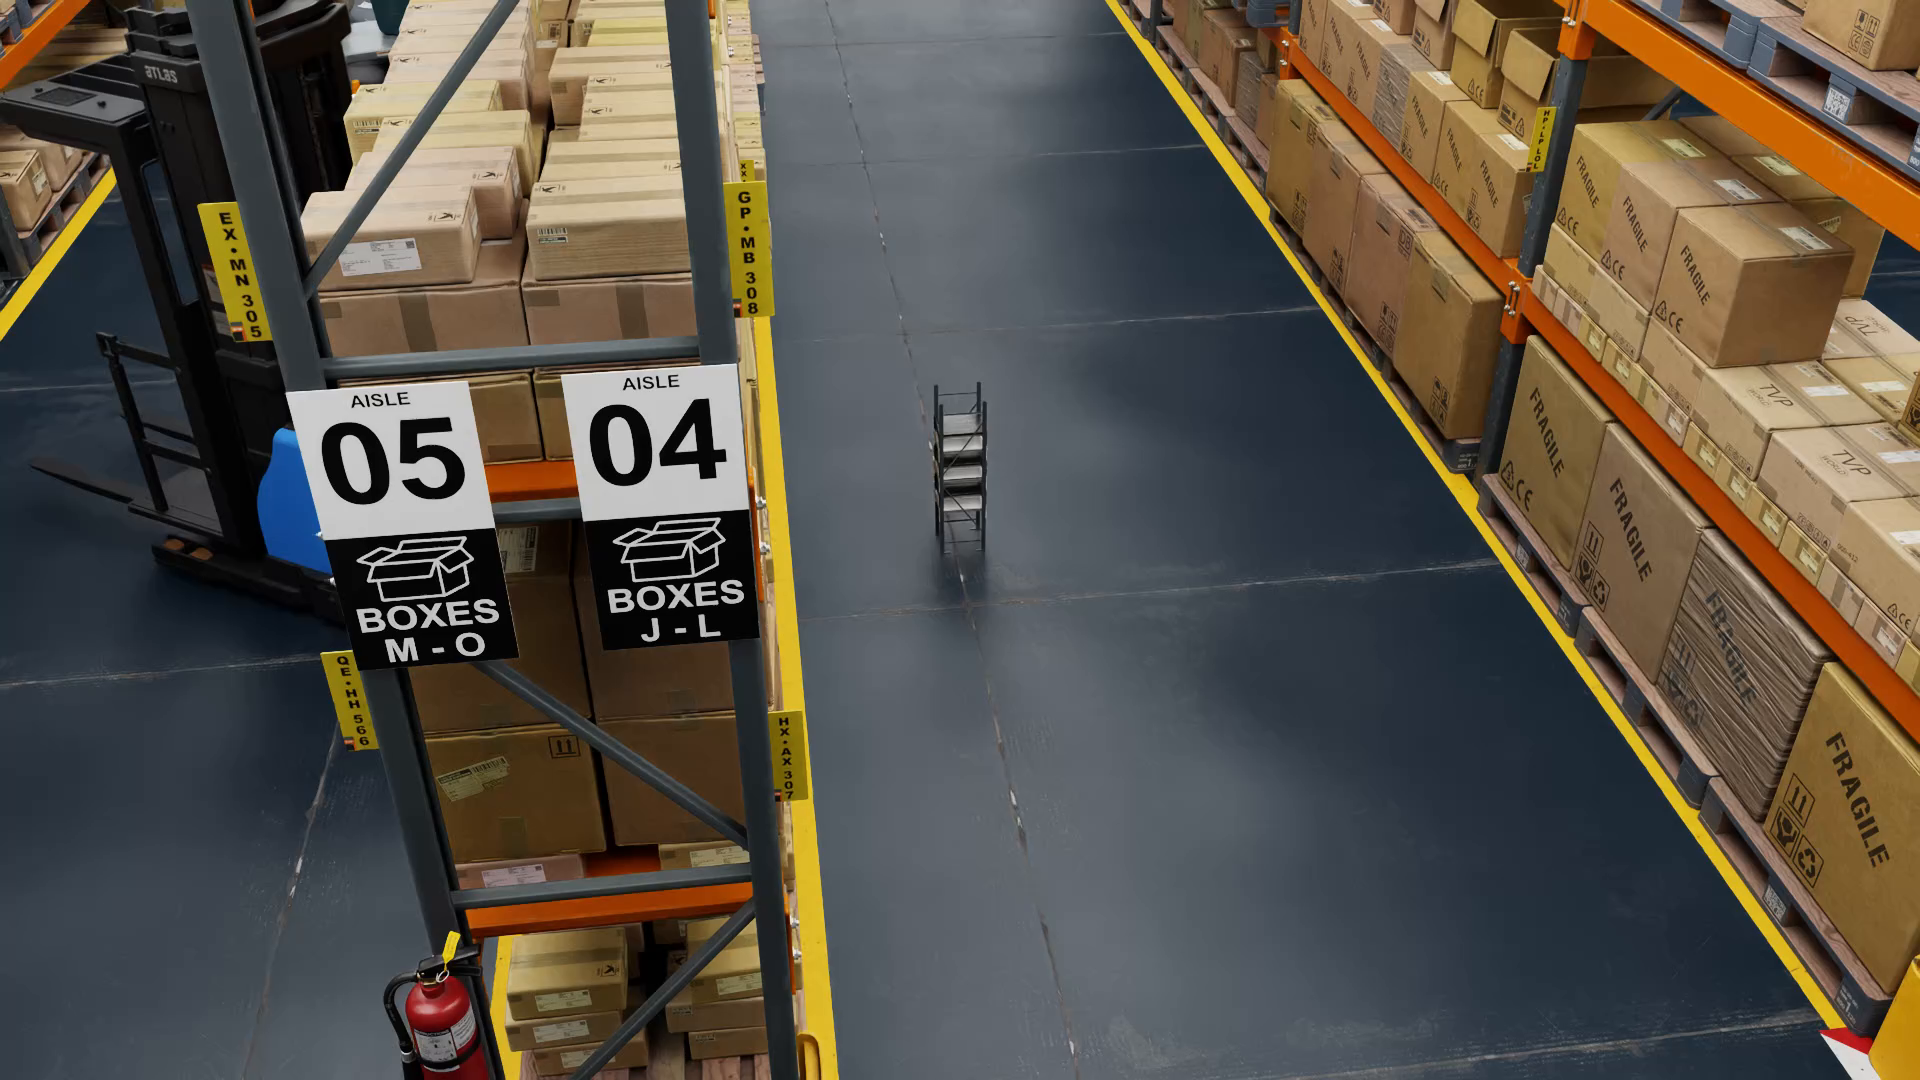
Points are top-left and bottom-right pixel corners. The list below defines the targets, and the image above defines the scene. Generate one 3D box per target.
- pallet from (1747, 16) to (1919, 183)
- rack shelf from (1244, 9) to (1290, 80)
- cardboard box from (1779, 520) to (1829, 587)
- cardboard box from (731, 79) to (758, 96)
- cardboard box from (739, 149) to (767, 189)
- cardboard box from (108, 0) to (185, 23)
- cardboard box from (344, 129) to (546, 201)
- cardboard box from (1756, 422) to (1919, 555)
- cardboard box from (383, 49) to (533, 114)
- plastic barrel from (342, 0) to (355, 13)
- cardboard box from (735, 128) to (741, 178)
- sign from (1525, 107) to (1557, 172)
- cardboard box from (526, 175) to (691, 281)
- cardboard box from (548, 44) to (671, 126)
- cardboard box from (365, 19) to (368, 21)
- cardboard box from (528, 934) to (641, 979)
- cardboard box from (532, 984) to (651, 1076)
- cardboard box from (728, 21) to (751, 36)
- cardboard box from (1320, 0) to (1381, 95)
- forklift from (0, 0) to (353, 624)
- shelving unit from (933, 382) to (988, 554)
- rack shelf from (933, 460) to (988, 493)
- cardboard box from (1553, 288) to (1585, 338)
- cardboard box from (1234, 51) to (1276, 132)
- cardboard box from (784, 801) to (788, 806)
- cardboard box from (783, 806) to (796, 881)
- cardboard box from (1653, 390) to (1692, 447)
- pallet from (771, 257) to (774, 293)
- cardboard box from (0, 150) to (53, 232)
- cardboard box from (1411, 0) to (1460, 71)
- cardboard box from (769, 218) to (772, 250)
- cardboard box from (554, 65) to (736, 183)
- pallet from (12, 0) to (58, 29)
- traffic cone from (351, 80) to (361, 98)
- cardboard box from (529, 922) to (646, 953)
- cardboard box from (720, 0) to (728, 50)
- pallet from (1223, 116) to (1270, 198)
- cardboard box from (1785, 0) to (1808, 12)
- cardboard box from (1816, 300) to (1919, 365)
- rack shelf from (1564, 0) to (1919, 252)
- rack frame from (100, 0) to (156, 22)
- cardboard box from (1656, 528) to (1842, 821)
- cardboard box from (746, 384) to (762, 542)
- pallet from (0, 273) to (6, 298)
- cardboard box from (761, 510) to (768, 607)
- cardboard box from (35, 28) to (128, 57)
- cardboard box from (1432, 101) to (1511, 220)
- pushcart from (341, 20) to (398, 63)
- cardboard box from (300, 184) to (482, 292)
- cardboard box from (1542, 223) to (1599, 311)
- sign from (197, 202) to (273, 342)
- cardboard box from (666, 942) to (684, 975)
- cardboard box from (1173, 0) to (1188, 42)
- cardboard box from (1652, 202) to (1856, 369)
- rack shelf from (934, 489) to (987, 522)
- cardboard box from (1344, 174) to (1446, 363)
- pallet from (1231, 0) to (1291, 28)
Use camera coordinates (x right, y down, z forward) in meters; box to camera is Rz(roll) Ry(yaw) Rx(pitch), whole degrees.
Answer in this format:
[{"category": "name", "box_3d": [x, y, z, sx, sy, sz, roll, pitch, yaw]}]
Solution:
[{"category": "pallet", "box_3d": [3.639, -1.623, 6.011, 1.003, 0.211, 1.213, -4, 35, -6]}, {"category": "rack shelf", "box_3d": [2.571, -4.607, 13.614, 1.077, 0.370, 4.000, -4, 35, -6]}, {"category": "cardboard box", "box_3d": [3.403, 0.036, 6.385, 0.380, 0.149, 0.250, -5, 35, -7]}, {"category": "cardboard box", "box_3d": [-1.289, -2.388, 9.041, 0.380, 0.149, 0.250, -5, 35, -7]}, {"category": "cardboard box", "box_3d": [-1.147, -1.807, 8.189, 0.380, 0.149, 0.250, -3, 34, -4]}, {"category": "cardboard box", "box_3d": [-7.329, -4.967, 14.906, 0.500, 0.500, 0.500, -3, 34, -4]}, {"category": "cardboard box", "box_3d": [-1.396, -0.912, 4.579, 0.500, 0.250, 0.500, -5, 35, -8]}, {"category": "cardboard box", "box_3d": [3.452, -0.203, 6.381, 0.500, 0.250, 0.500, -5, 35, -8]}, {"category": "cardboard box", "box_3d": [-1.437, -1.290, 4.780, 0.380, 0.149, 0.250, -5, 35, -7]}, {"category": "plastic barrel", "box_3d": [-6.278, -5.400, 16.426, 0.512, 0.421, 0.421, 20, 39, 26]}, {"category": "cardboard box", "box_3d": [-1.219, -1.573, 7.282, 0.500, 0.500, 0.500, -6, 35, -8]}, {"category": "sign", "box_3d": [2.842, -1.955, 8.127, 0.100, 0.325, 0.005, -4, 35, -6]}, {"category": "cardboard box", "box_3d": [-0.830, -0.752, 3.990, 0.380, 0.149, 0.250, -5, 35, -7]}, {"category": "cardboard box", "box_3d": [-0.982, -1.324, 4.829, 0.380, 0.149, 0.250, -3, 34, -5]}, {"category": "cardboard box", "box_3d": [-5.500, -4.757, 15.624, 0.396, 0.266, 0.258, 27, 43, 34]}, {"category": "cardboard box", "box_3d": [-1.348, 1.454, 5.976, 0.380, 0.149, 0.250, -5, 35, -7]}, {"category": "cardboard box", "box_3d": [-1.290, 1.722, 5.847, 0.380, 0.149, 0.250, -4, 34, -6]}, {"category": "cardboard box", "box_3d": [-1.435, -2.976, 9.903, 0.380, 0.149, 0.250, -4, 35, -6]}, {"category": "cardboard box", "box_3d": [2.708, -3.250, 10.896, 0.500, 0.500, 0.500, -5, 35, -8]}, {"category": "forklift", "box_3d": [-3.606, -1.253, 8.114, 3.031, 2.935, 1.130, 15, 37, 21]}, {"category": "shelving unit", "box_3d": [0.001, -0.367, 8.619, 0.258, 0.900, 0.210, -4, 35, -6]}, {"category": "rack shelf", "box_3d": [0.001, -0.340, 8.637, 0.258, 0.077, 0.200, -4, 35, -6]}, {"category": "cardboard box", "box_3d": [3.124, -1.116, 8.075, 0.380, 0.149, 0.250, -5, 35, -8]}, {"category": "cardboard box", "box_3d": [2.643, -3.618, 13.353, 0.700, 0.500, 0.500, -7, 35, -10]}, {"category": "cardboard box", "box_3d": [-0.857, 1.127, 6.456, 0.380, 0.149, 0.250, -3, 34, -5]}, {"category": "cardboard box", "box_3d": [-0.809, 1.141, 6.172, 0.380, 0.149, 0.250, -4, 35, -7]}, {"category": "cardboard box", "box_3d": [3.263, -0.539, 7.229, 0.380, 0.149, 0.250, -4, 34, -6]}, {"category": "pallet", "box_3d": [-1.509, -1.595, 8.726, 1.003, 0.211, 1.213, -4, 35, -6]}, {"category": "cardboard box", "box_3d": [-7.046, -2.442, 11.758, 0.950, 0.372, 0.625, -7, 35, -10]}, {"category": "cardboard box", "box_3d": [3.104, -3.097, 9.781, 0.797, 0.503, 0.637, -3, 34, -5]}, {"category": "cardboard box", "box_3d": [-1.147, -1.561, 8.356, 0.380, 0.149, 0.250, -6, 35, -9]}, {"category": "cardboard box", "box_3d": [-0.941, -1.228, 5.042, 0.500, 0.250, 0.500, -4, 34, -6]}, {"category": "pallet", "box_3d": [-7.287, -4.060, 12.343, 1.003, 0.211, 1.213, -4, 35, -6]}, {"category": "traffic cone", "box_3d": [-4.934, -3.550, 13.676, 0.336, 0.463, 0.334, -4, 35, -6]}, {"category": "cardboard box", "box_3d": [-1.312, 1.333, 5.889, 0.380, 0.149, 0.250, -4, 34, -5]}, {"category": "cardboard box", "box_3d": [-1.217, -2.161, 6.856, 0.500, 0.250, 0.500, -4, 34, -5]}, {"category": "pallet", "box_3d": [2.737, -3.072, 13.199, 1.003, 0.211, 1.213, -4, 35, -6]}, {"category": "cardboard box", "box_3d": [3.611, -2.319, 6.404, 0.700, 0.500, 0.500, -3, 34, -4]}, {"category": "cardboard box", "box_3d": [3.838, -0.817, 7.283, 0.500, 0.250, 0.500, -4, 34, -5]}, {"category": "rack shelf", "box_3d": [3.647, -1.382, 6.219, 1.077, 0.370, 4.000, -4, 35, -6]}, {"category": "rack frame", "box_3d": [-7.518, -5.270, 13.948, 1.000, 3.000, 0.127, -4, 35, -6]}, {"category": "cardboard box", "box_3d": [3.628, 0.521, 6.964, 0.875, 0.875, 0.875, -4, 35, -6]}, {"category": "cardboard box", "box_3d": [-0.884, -0.134, 5.171, 0.500, 0.500, 0.500, -3, 34, -5]}, {"category": "pallet", "box_3d": [-6.948, -1.440, 10.804, 1.003, 0.211, 1.213, -4, 35, -6]}, {"category": "cardboard box", "box_3d": [-0.950, -0.012, 5.879, 0.500, 0.500, 0.500, -4, 34, -6]}, {"category": "cardboard box", "box_3d": [-7.445, -4.065, 14.141, 0.950, 0.372, 0.625, -4, 34, -6]}, {"category": "cardboard box", "box_3d": [2.985, -2.115, 9.229, 0.500, 0.500, 0.500, -3, 34, -5]}, {"category": "pushcart", "box_3d": [-5.265, -4.387, 14.981, 1.648, 0.377, 0.936, -16, 38, -23]}, {"category": "cardboard box", "box_3d": [-1.348, -0.717, 3.939, 0.380, 0.149, 0.250, -5, 35, -7]}, {"category": "cardboard box", "box_3d": [3.182, -1.335, 8.043, 0.500, 0.250, 0.500, -5, 35, -7]}, {"category": "sign", "box_3d": [-1.565, -0.579, 3.615, 0.100, 0.325, 0.005, -4, 35, -6]}, {"category": "cardboard box", "box_3d": [-0.882, 1.543, 6.109, 0.380, 0.149, 0.250, -5, 35, -7]}, {"category": "cardboard box", "box_3d": [2.364, -4.825, 15.124, 0.700, 0.500, 0.500, -7, 35, -10]}, {"category": "cardboard box", "box_3d": [3.322, -1.075, 6.996, 0.500, 0.500, 0.500, -5, 35, -8]}, {"category": "rack shelf", "box_3d": [0.001, -0.191, 8.739, 0.258, 0.077, 0.200, -4, 35, -6]}, {"category": "cardboard box", "box_3d": [3.151, -1.706, 10.232, 1.225, 0.875, 0.875, -6, 35, -8]}, {"category": "pallet", "box_3d": [2.639, -4.099, 12.400, 1.213, 0.211, 1.003, -4, 35, -6]}]
